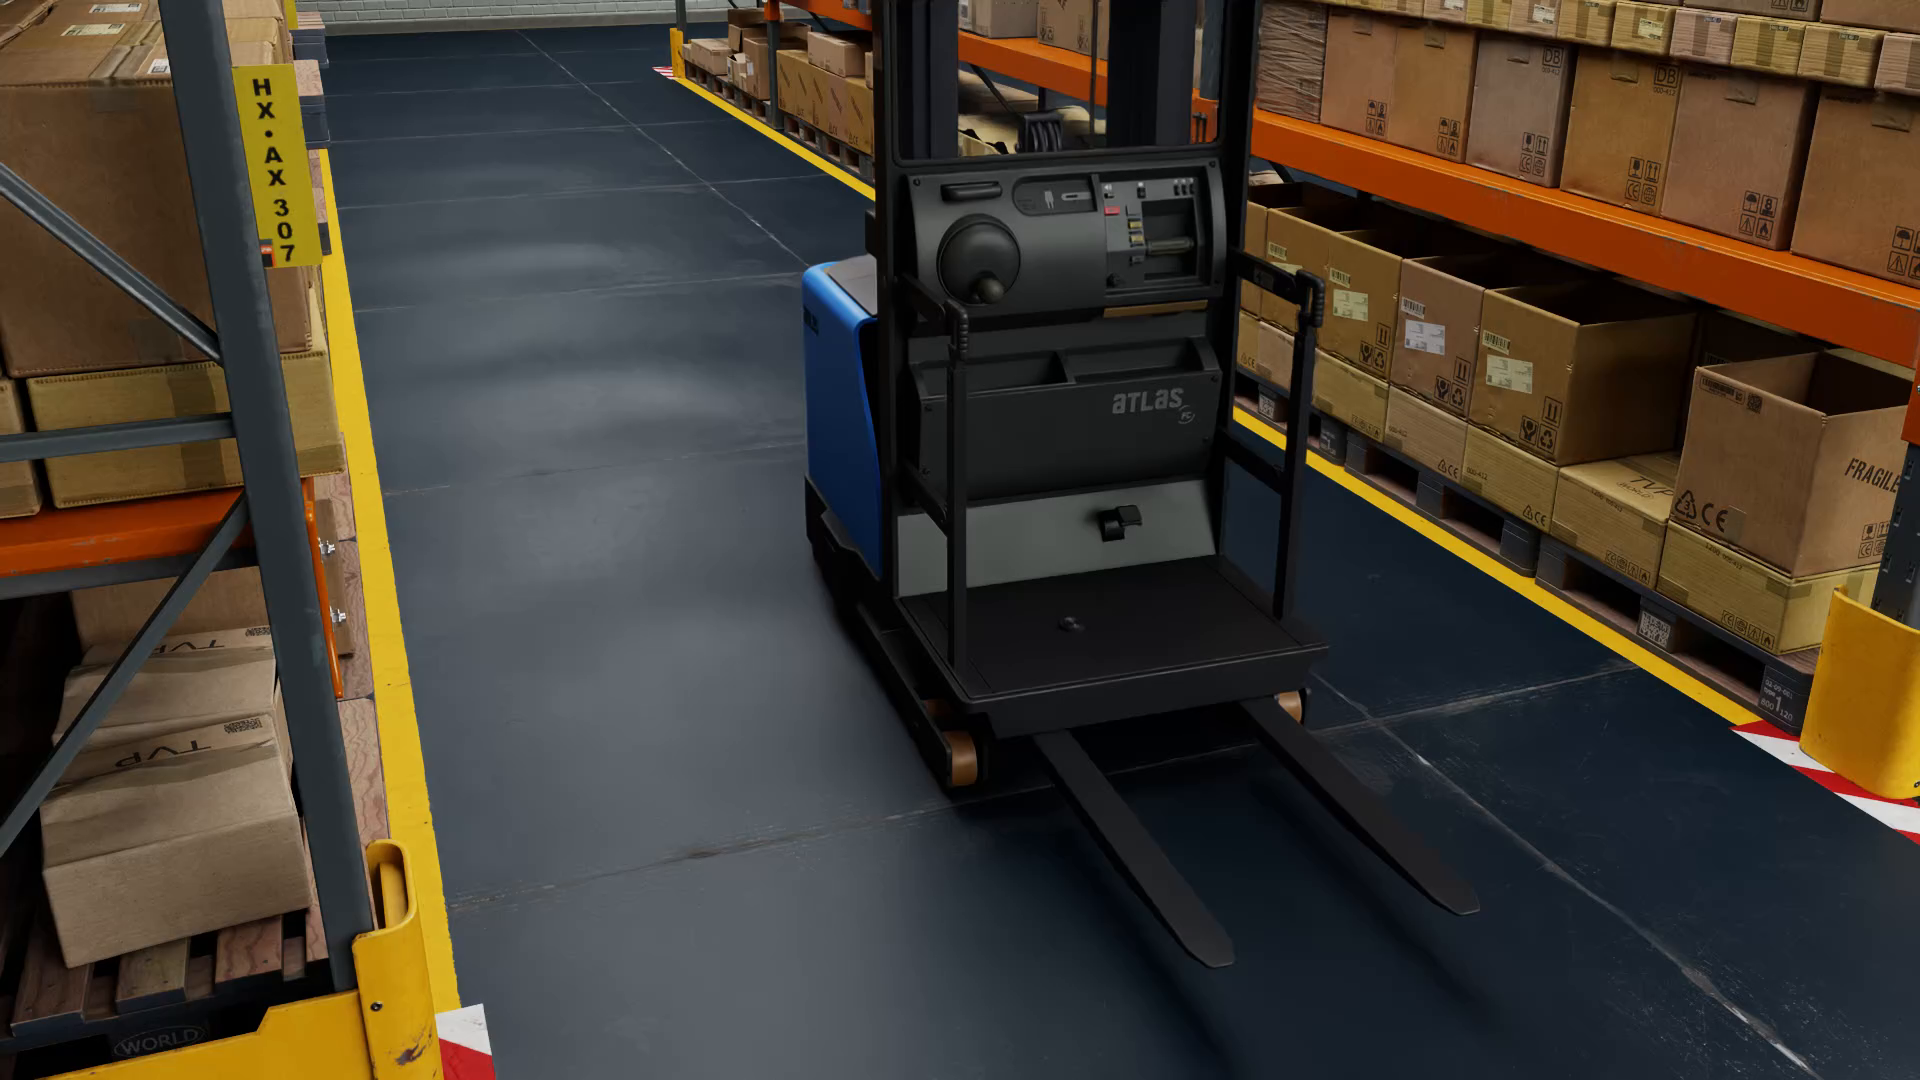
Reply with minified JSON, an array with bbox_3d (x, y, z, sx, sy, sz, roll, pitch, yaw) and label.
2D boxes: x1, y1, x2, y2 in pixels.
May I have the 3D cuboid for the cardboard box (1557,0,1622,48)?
[{"bbox_3d":[2.238,-1.742,5.558,0.380,0.149,0.250,-8,24,-18],"label":"cardboard box"}]

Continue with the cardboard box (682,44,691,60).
[{"bbox_3d":[-2.816,-5.318,18.109,0.380,0.149,0.250,-8,24,-19],"label":"cardboard box"}]

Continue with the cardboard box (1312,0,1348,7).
[{"bbox_3d":[1.692,-2.304,6.890,0.380,0.149,0.250,-9,24,-20],"label":"cardboard box"}]

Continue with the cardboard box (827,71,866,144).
[{"bbox_3d":[-0.740,-3.458,13.243,0.500,0.500,0.500,-9,25,-21],"label":"cardboard box"}]

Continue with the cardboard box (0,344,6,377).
[{"bbox_3d":[-1.988,-0.561,2.921,0.500,0.500,0.500,-9,24,-20],"label":"cardboard box"}]

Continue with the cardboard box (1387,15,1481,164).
[{"bbox_3d":[2.125,-1.780,6.482,0.700,0.500,0.500,-8,24,-18],"label":"cardboard box"}]

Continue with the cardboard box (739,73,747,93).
[{"bbox_3d":[-1.885,-4.360,15.836,0.380,0.149,0.250,-8,24,-19],"label":"cardboard box"}]

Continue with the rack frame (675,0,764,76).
[{"bbox_3d":[-2.642,-6.628,18.113,1.000,3.000,0.127,-8,24,-19],"label":"rack frame"}]

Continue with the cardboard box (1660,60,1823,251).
[{"bbox_3d":[2.667,-1.222,5.159,0.700,0.500,0.500,-8,24,-18],"label":"cardboard box"}]

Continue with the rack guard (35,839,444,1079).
[{"bbox_3d":[-1.650,0.991,3.255,1.175,0.500,0.348,-8,24,-19],"label":"rack guard"}]

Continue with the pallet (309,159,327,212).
[{"bbox_3d":[-5.084,-2.495,11.897,1.003,0.211,1.213,-8,24,-19],"label":"pallet"}]

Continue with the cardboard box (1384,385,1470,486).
[{"bbox_3d":[2.003,-0.439,6.428,0.500,0.250,0.500,-8,24,-19],"label":"cardboard box"}]

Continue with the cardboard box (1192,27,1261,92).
[{"bbox_3d":[1.382,-2.372,8.208,0.500,0.250,0.500,-7,24,-16],"label":"cardboard box"}]

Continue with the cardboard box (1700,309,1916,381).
[{"bbox_3d":[2.850,-0.493,5.592,0.500,0.500,0.500,-8,24,-19],"label":"cardboard box"}]

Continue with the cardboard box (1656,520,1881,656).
[{"bbox_3d":[2.544,0.105,5.139,0.500,0.250,0.500,-8,24,-19],"label":"cardboard box"}]

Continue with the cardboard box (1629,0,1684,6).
[{"bbox_3d":[2.469,-2.022,5.387,0.700,0.500,0.500,-8,24,-19],"label":"cardboard box"}]

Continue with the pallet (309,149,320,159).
[{"bbox_3d":[-5.519,-2.939,12.950,1.003,0.211,1.213,-8,24,-19],"label":"pallet"}]

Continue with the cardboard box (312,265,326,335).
[{"bbox_3d":[-1.870,-0.667,4.138,0.500,0.250,0.500,-9,24,-20],"label":"cardboard box"}]

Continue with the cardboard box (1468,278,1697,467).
[{"bbox_3d":[2.175,-0.602,5.850,0.500,0.500,0.500,-8,24,-19],"label":"cardboard box"}]

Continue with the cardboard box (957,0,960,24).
[{"bbox_3d":[0.271,-3.542,10.906,0.500,0.311,0.500,-7,24,-16],"label":"cardboard box"}]

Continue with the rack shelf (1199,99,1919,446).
[{"bbox_3d":[2.303,-1.210,6.184,1.077,0.370,4.000,-8,24,-19],"label":"rack shelf"}]

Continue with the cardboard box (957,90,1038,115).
[{"bbox_3d":[0.290,-2.977,12.102,0.500,0.500,0.500,-7,24,-17],"label":"cardboard box"}]

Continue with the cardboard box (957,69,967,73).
[{"bbox_3d":[-0.262,-3.538,13.434,0.500,0.500,0.500,-9,25,-21],"label":"cardboard box"}]

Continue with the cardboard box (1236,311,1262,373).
[{"bbox_3d":[1.477,-0.984,7.723,0.500,0.250,0.500,-8,24,-19],"label":"cardboard box"}]

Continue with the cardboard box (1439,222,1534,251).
[{"bbox_3d":[2.311,-1.037,6.882,0.500,0.500,0.500,-8,24,-19],"label":"cardboard box"}]

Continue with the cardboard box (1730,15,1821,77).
[{"bbox_3d":[2.512,-1.460,4.888,0.380,0.149,0.250,-9,24,-20],"label":"cardboard box"}]

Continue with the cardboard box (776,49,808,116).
[{"bbox_3d":[-1.286,-4.016,14.569,0.500,0.500,0.500,-9,25,-21],"label":"cardboard box"}]

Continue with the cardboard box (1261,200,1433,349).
[{"bbox_3d":[1.652,-1.148,7.145,0.500,0.500,0.500,-8,24,-19],"label":"cardboard box"}]

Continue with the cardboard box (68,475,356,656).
[{"bbox_3d":[-2.197,0.071,4.870,0.700,0.500,0.500,-10,25,-22],"label":"cardboard box"}]

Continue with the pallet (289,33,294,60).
[{"bbox_3d":[-3.712,-2.238,7.945,1.003,0.211,1.213,-8,24,-19],"label":"pallet"}]

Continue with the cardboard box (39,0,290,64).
[{"bbox_3d":[-1.852,-1.003,3.970,0.500,0.500,0.500,-9,25,-21],"label":"cardboard box"}]

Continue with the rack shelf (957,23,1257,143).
[{"bbox_3d":[0.890,-2.663,9.632,1.077,0.370,4.000,-8,24,-19],"label":"rack shelf"}]

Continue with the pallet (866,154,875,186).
[{"bbox_3d":[-0.045,-2.713,12.414,1.003,0.211,1.213,-8,24,-19],"label":"pallet"}]

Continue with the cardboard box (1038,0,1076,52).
[{"bbox_3d":[0.792,-3.160,9.756,0.500,0.500,0.500,-10,25,-22],"label":"cardboard box"}]

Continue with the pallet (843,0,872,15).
[{"bbox_3d":[-0.121,-3.869,11.816,1.213,0.211,1.003,-8,24,-19],"label":"pallet"}]

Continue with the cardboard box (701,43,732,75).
[{"bbox_3d":[-2.362,-4.964,17.139,0.500,0.250,0.500,-8,24,-19],"label":"cardboard box"}]

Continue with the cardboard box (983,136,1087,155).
[{"bbox_3d":[0.466,-2.300,10.123,0.500,0.311,0.500,-9,24,-20],"label":"cardboard box"}]

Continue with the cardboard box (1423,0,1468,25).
[{"bbox_3d":[1.970,-2.021,6.219,0.380,0.149,0.250,-9,25,-21],"label":"cardboard box"}]

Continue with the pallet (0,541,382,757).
[{"bbox_3d":[-2.331,0.381,5.073,1.003,0.211,1.213,-8,24,-19],"label":"pallet"}]

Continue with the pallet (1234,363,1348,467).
[{"bbox_3d":[1.839,-0.688,7.611,1.003,0.211,1.213,-8,24,-19],"label":"pallet"}]

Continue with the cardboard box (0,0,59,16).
[{"bbox_3d":[-2.522,-1.116,4.237,0.500,0.500,0.500,-8,24,-18],"label":"cardboard box"}]

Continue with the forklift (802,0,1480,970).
[{"bbox_3d":[0.378,-0.837,4.463,1.130,2.935,3.031,-7,24,-17],"label":"forklift"}]

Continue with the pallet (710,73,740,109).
[{"bbox_3d":[-1.906,-4.583,16.853,1.003,0.211,1.213,-8,24,-19],"label":"pallet"}]

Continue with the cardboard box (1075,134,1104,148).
[{"bbox_3d":[0.965,-2.378,10.307,0.500,0.311,0.500,-9,24,-19],"label":"cardboard box"}]

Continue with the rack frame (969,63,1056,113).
[{"bbox_3d":[0.184,-3.721,11.217,1.000,3.000,0.127,-8,24,-19],"label":"rack frame"}]

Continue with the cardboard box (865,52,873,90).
[{"bbox_3d":[-0.390,-3.445,12.248,0.500,0.250,0.500,-7,24,-17],"label":"cardboard box"}]
